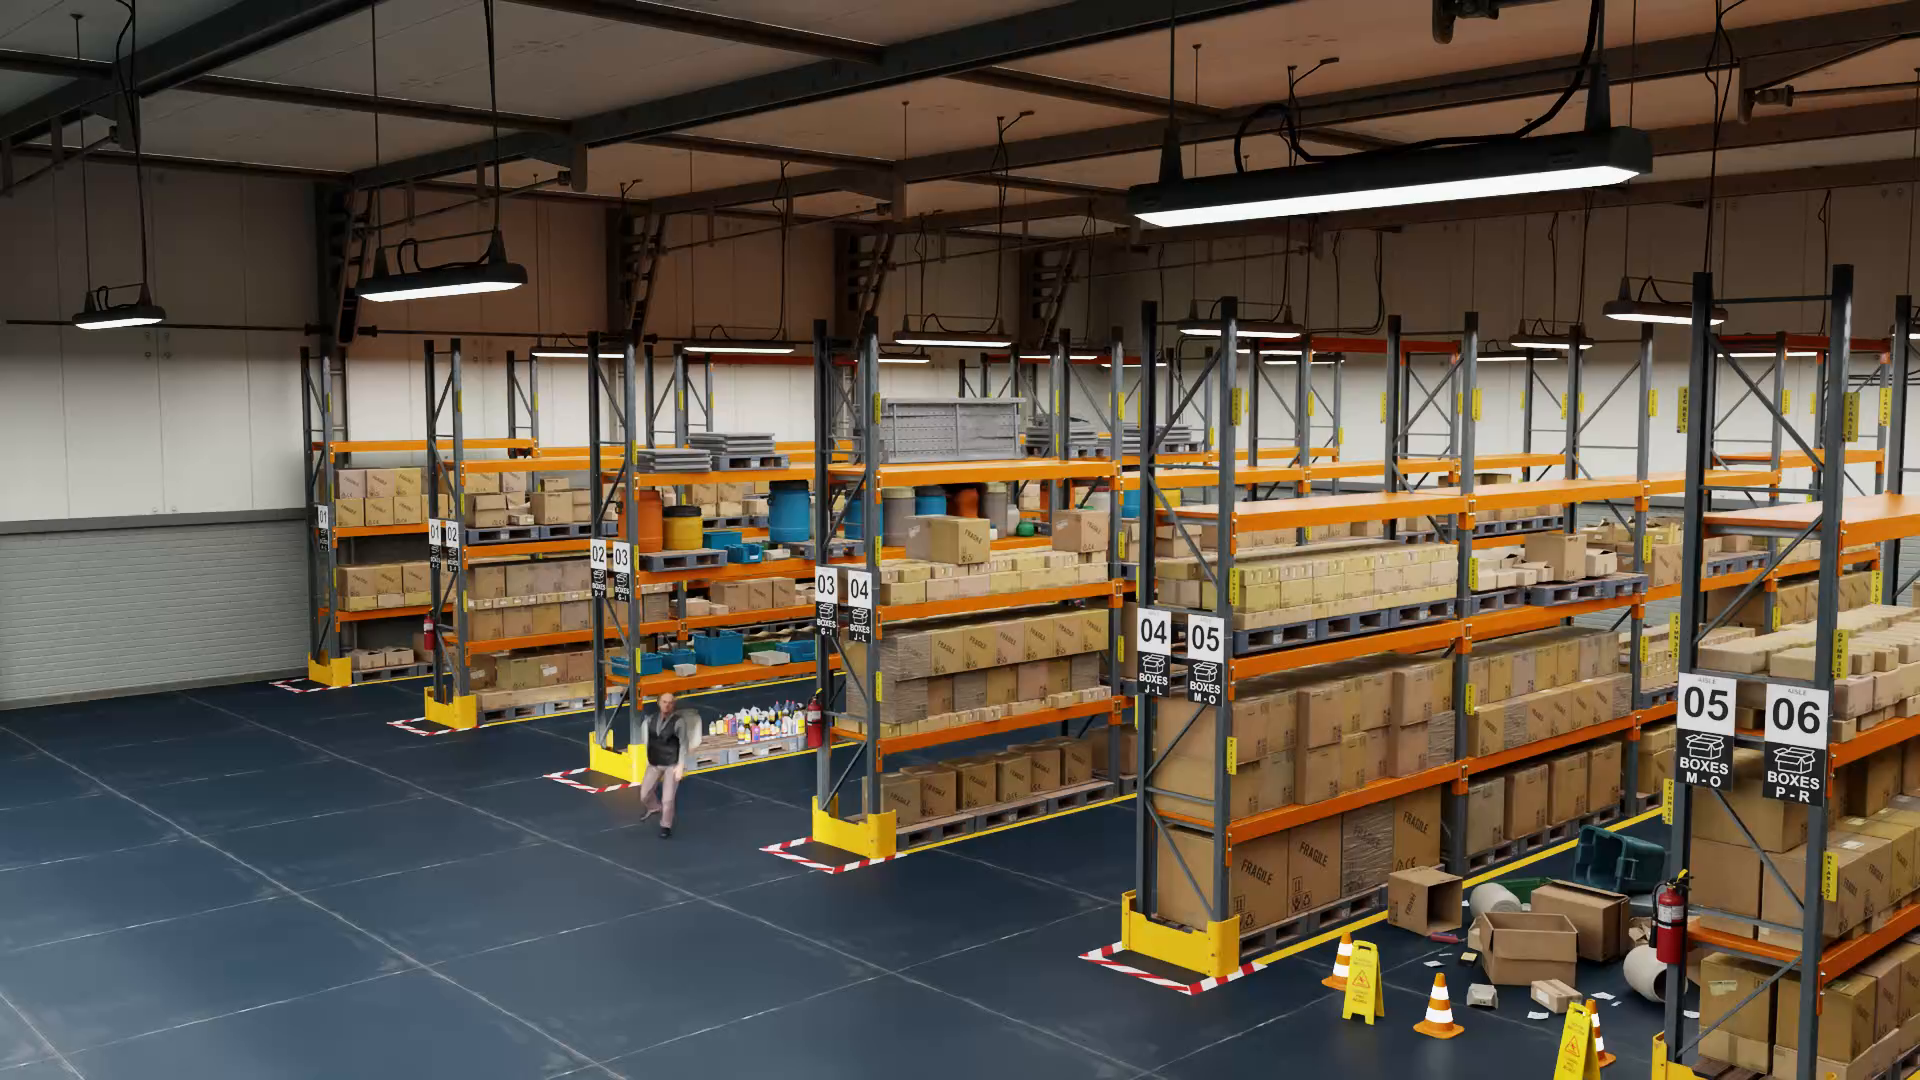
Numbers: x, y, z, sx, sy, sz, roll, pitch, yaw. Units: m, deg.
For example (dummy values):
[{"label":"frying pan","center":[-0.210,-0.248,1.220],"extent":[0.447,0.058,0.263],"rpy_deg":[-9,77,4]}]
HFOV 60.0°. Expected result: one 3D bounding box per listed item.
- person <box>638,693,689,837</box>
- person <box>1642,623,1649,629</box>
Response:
[{"label":"person","center":[-3.480,2.611,19.467],"extent":[0.759,1.686,0.558],"rpy_deg":[2,5,18]},{"label":"person","center":[10.884,2.069,26.340],"extent":[0.732,1.531,0.523],"rpy_deg":[-3,6,-29]}]
